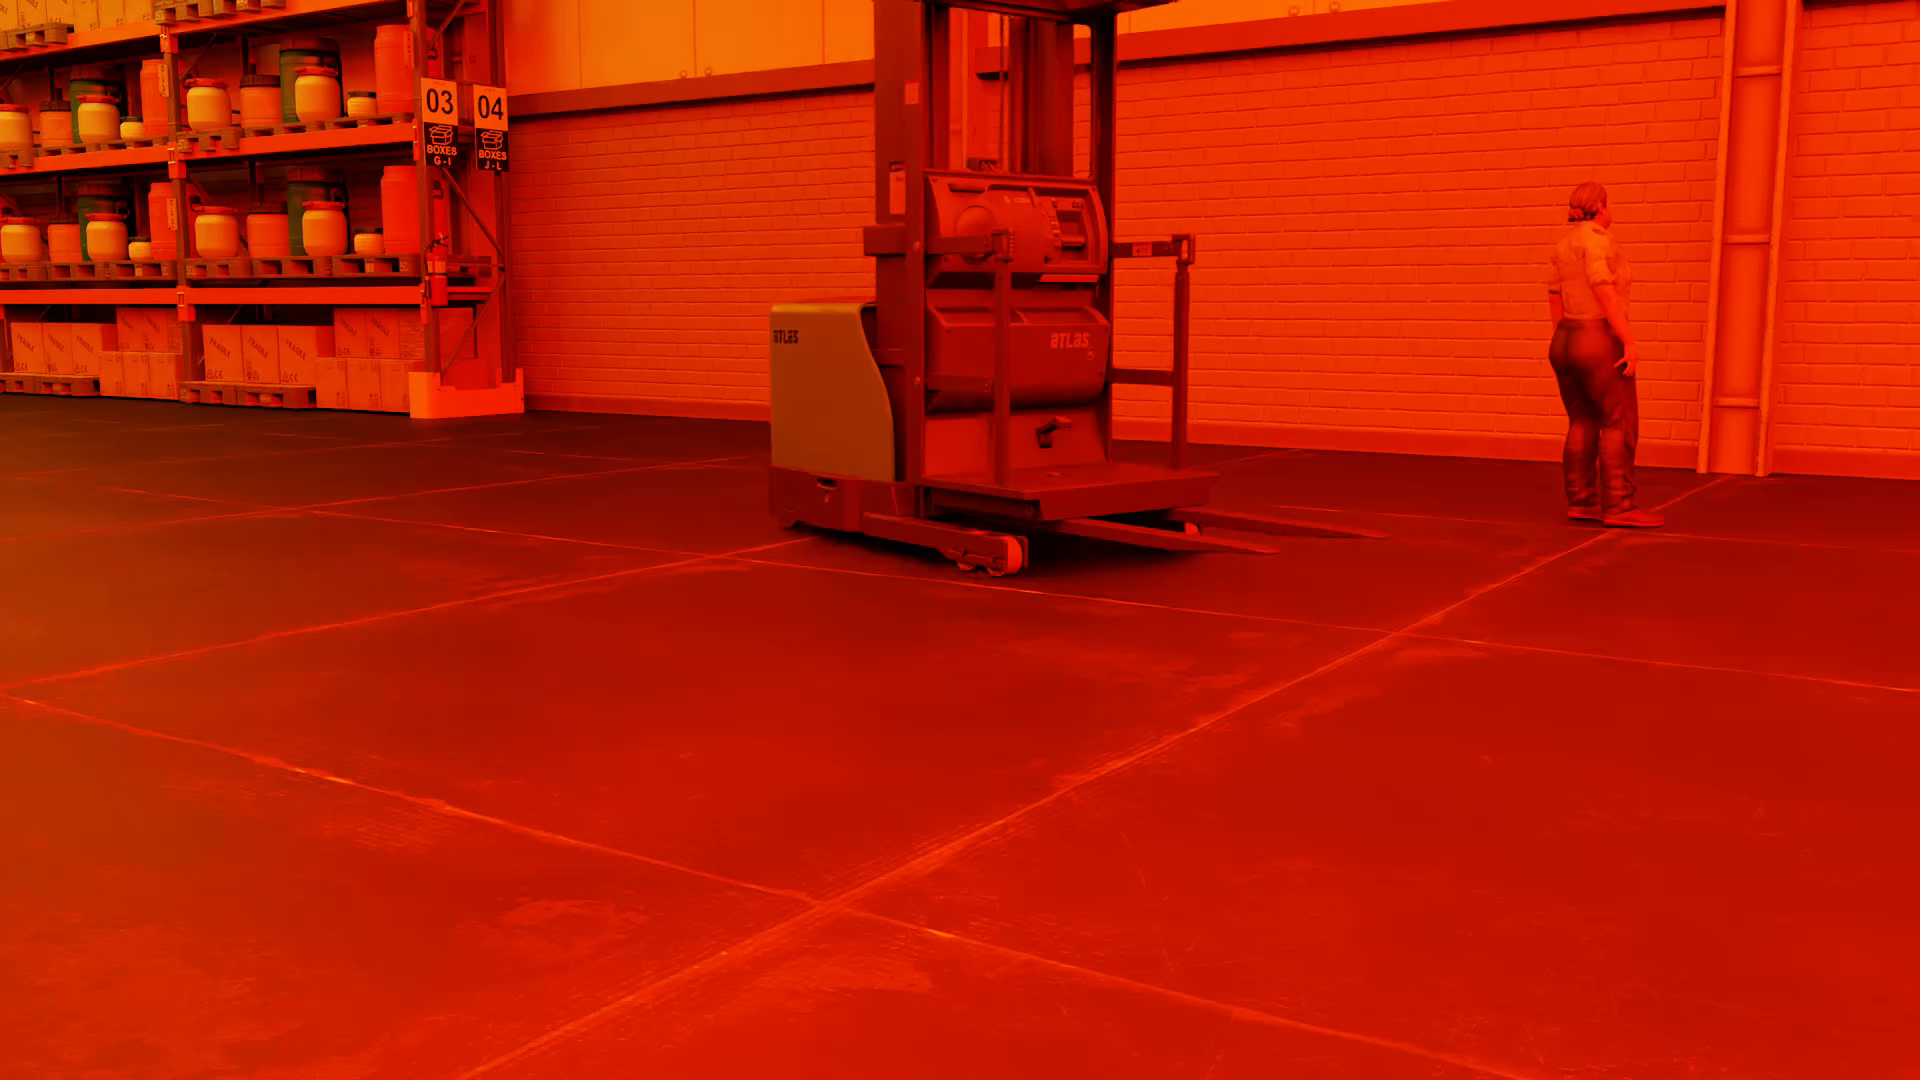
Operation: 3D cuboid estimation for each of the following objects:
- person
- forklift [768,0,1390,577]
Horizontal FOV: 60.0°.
[{"bbox_3d":[3.152,-0.901,8.132,0.462,1.657,0.563,-1,8,-10],"label":"person"},{"bbox_3d":[0.389,-1.383,6.917,1.130,2.935,3.031,-6,10,-38],"label":"forklift"}]
